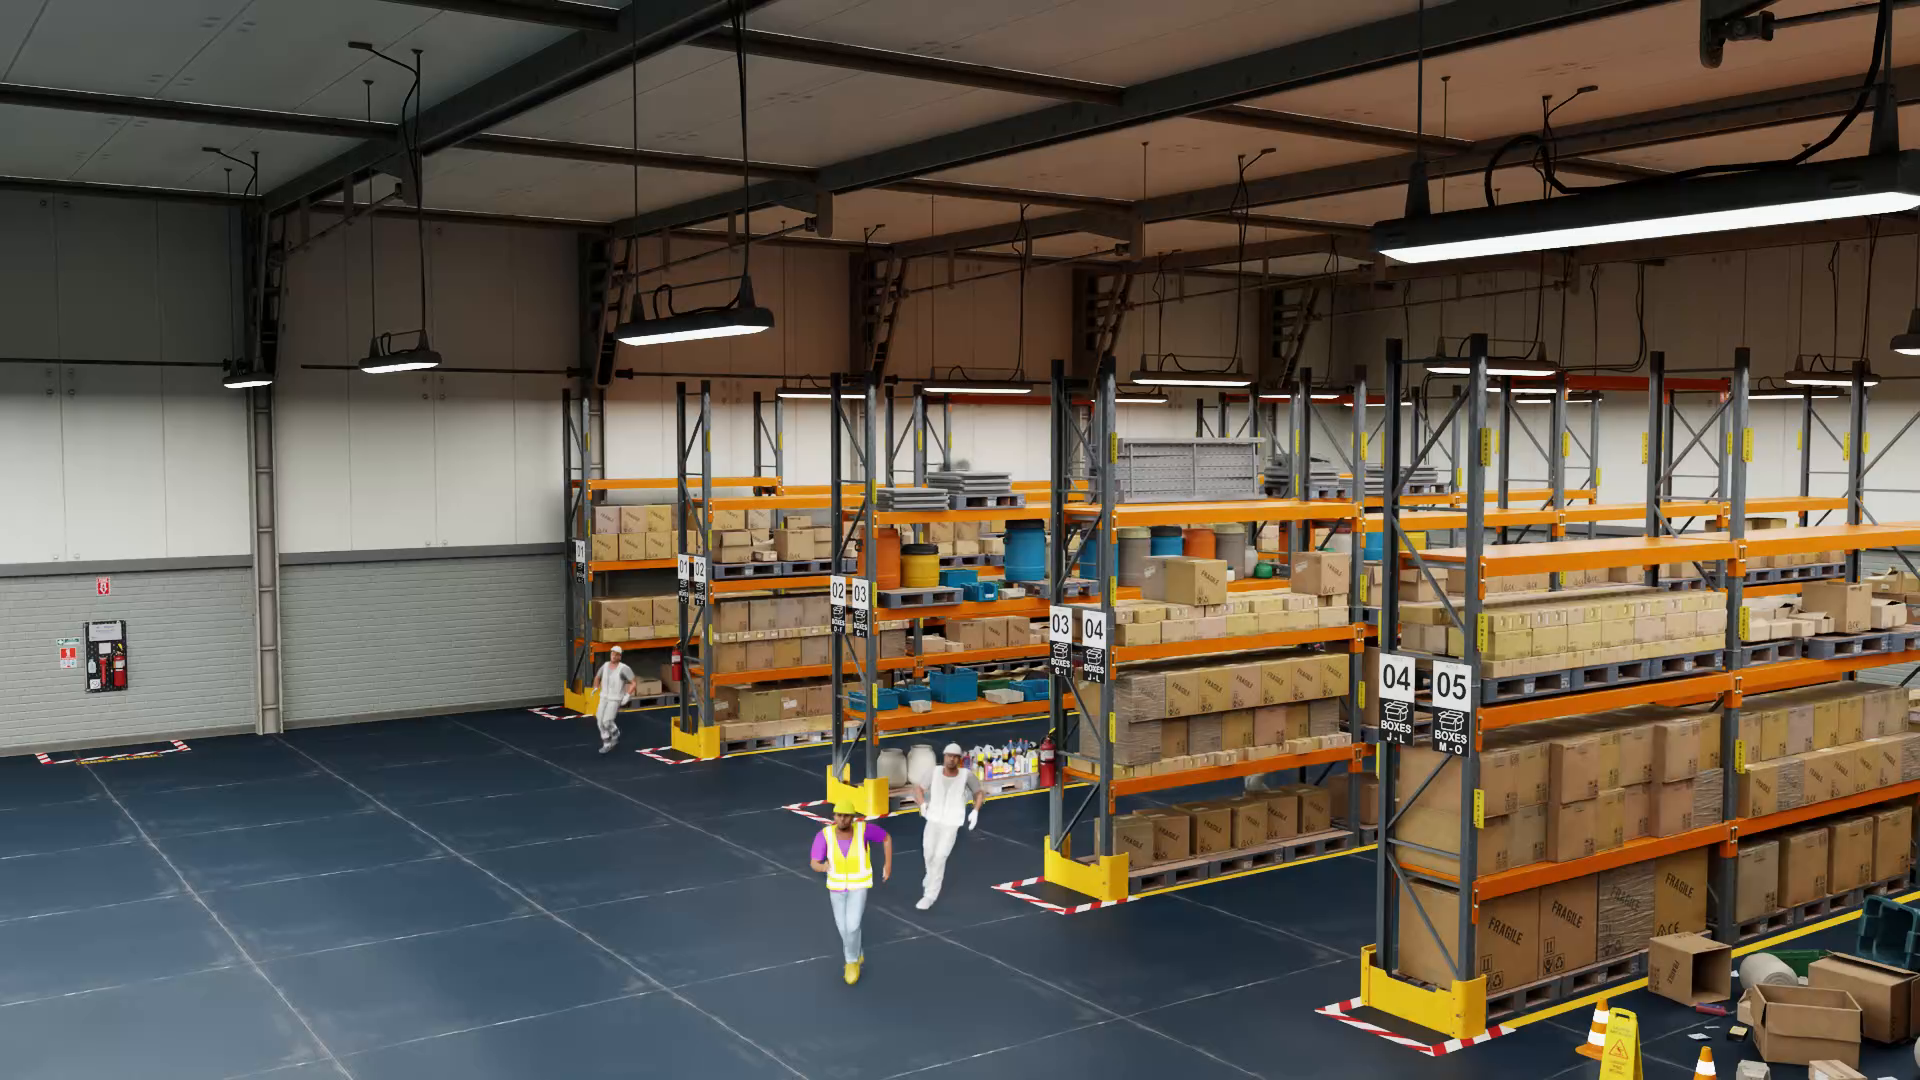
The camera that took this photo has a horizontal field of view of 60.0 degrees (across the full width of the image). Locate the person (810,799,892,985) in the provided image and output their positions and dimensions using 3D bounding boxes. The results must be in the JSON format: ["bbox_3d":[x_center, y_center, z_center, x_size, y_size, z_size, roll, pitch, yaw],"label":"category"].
[{"bbox_3d":[-1.034,3.281,15.621,0.733,1.746,0.803,0,4,7],"label":"person"}]

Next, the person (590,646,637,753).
[{"bbox_3d":[-5.621,2.576,26.830,0.731,1.734,0.526,1,4,20],"label":"person"}]

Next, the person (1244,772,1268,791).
[{"bbox_3d":[3.939,2.866,22.147,0.613,1.756,0.648,-3,5,-42],"label":"person"}]

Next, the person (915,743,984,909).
[{"bbox_3d":[-0.149,3.105,18.284,0.744,1.736,0.966,1,4,14],"label":"person"}]
